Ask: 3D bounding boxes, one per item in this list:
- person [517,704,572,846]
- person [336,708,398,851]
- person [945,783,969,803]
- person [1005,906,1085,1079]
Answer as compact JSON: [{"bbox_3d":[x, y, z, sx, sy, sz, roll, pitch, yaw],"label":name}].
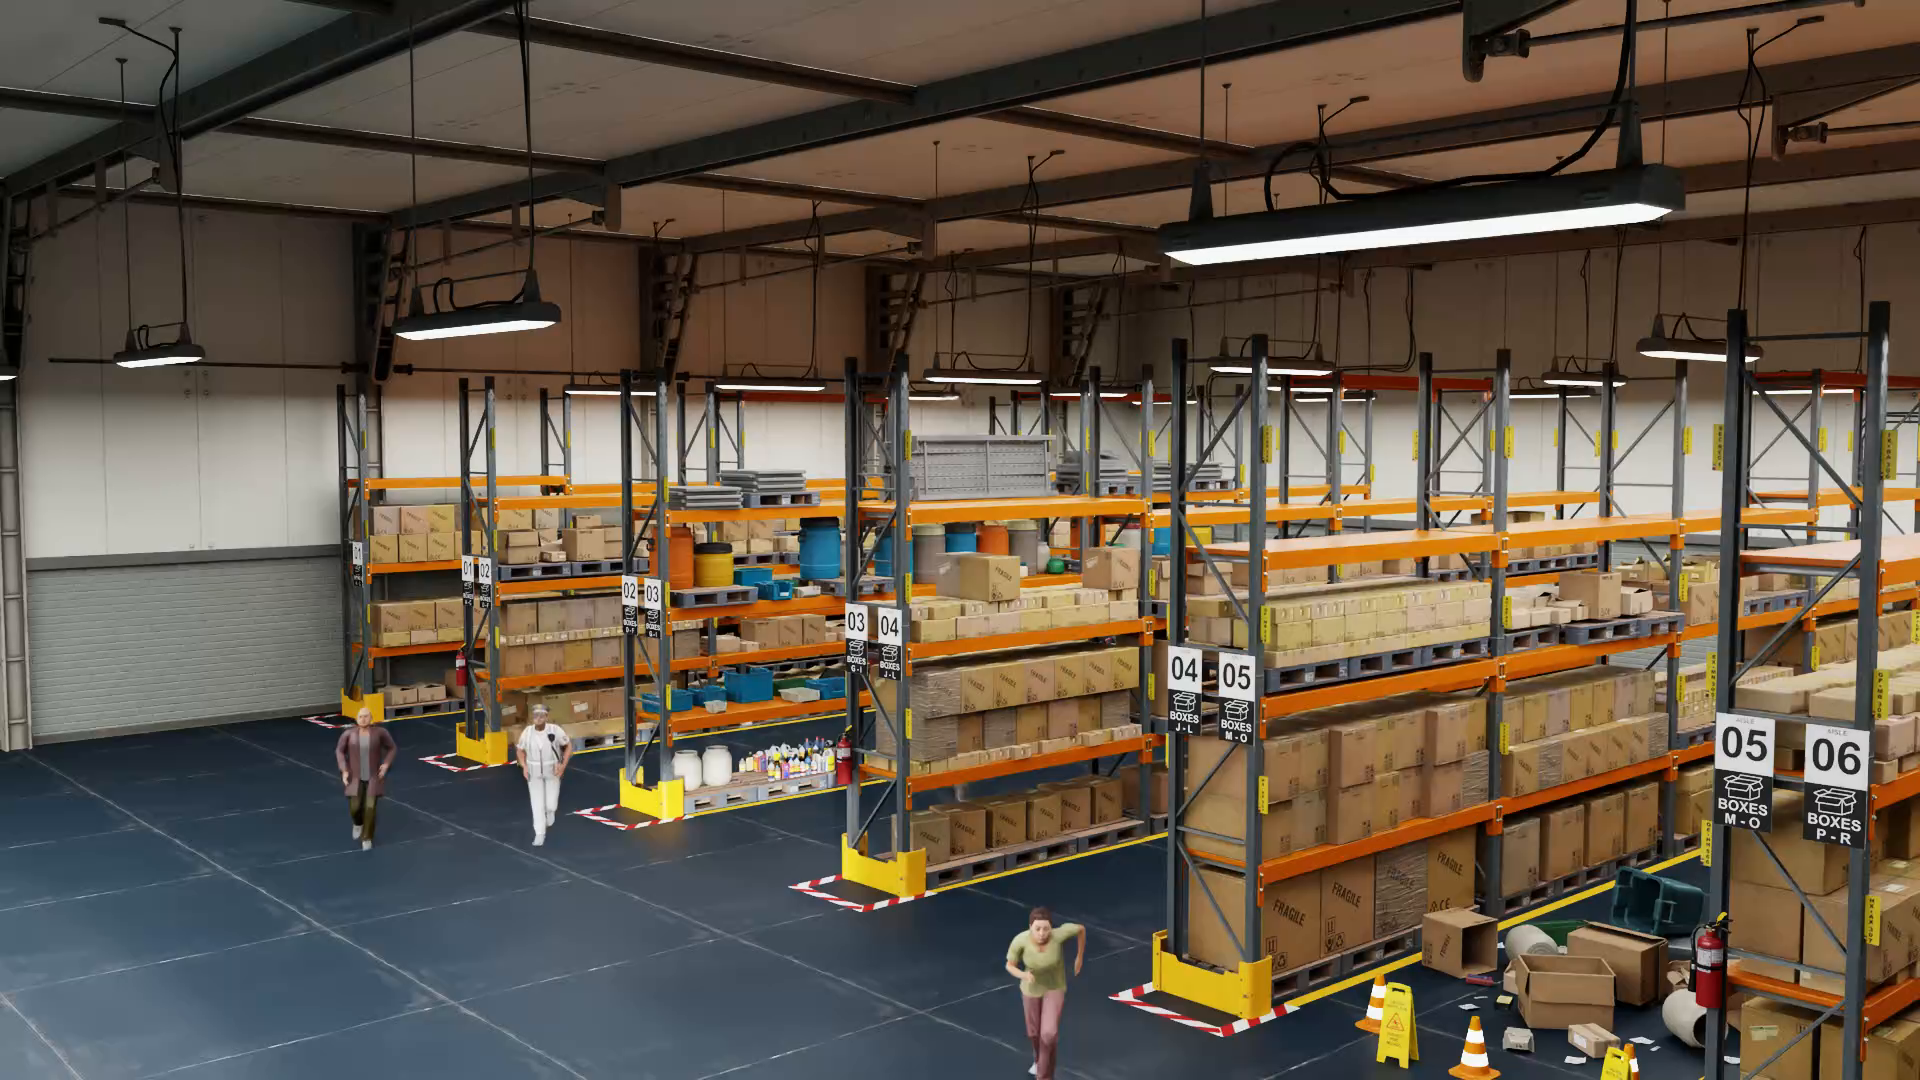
[{"bbox_3d":[-5.244,2.925,20.996,0.680,1.776,0.640,-1,4,-8],"label":"person"},{"bbox_3d":[-7.364,2.942,20.653,0.729,1.750,0.635,-1,4,-16],"label":"person"},{"bbox_3d":[-0.009,2.883,22.424,0.618,1.635,0.545,3,5,38],"label":"person"},{"bbox_3d":[0.667,3.549,12.928,0.611,1.581,0.936,0,4,5],"label":"person"}]
